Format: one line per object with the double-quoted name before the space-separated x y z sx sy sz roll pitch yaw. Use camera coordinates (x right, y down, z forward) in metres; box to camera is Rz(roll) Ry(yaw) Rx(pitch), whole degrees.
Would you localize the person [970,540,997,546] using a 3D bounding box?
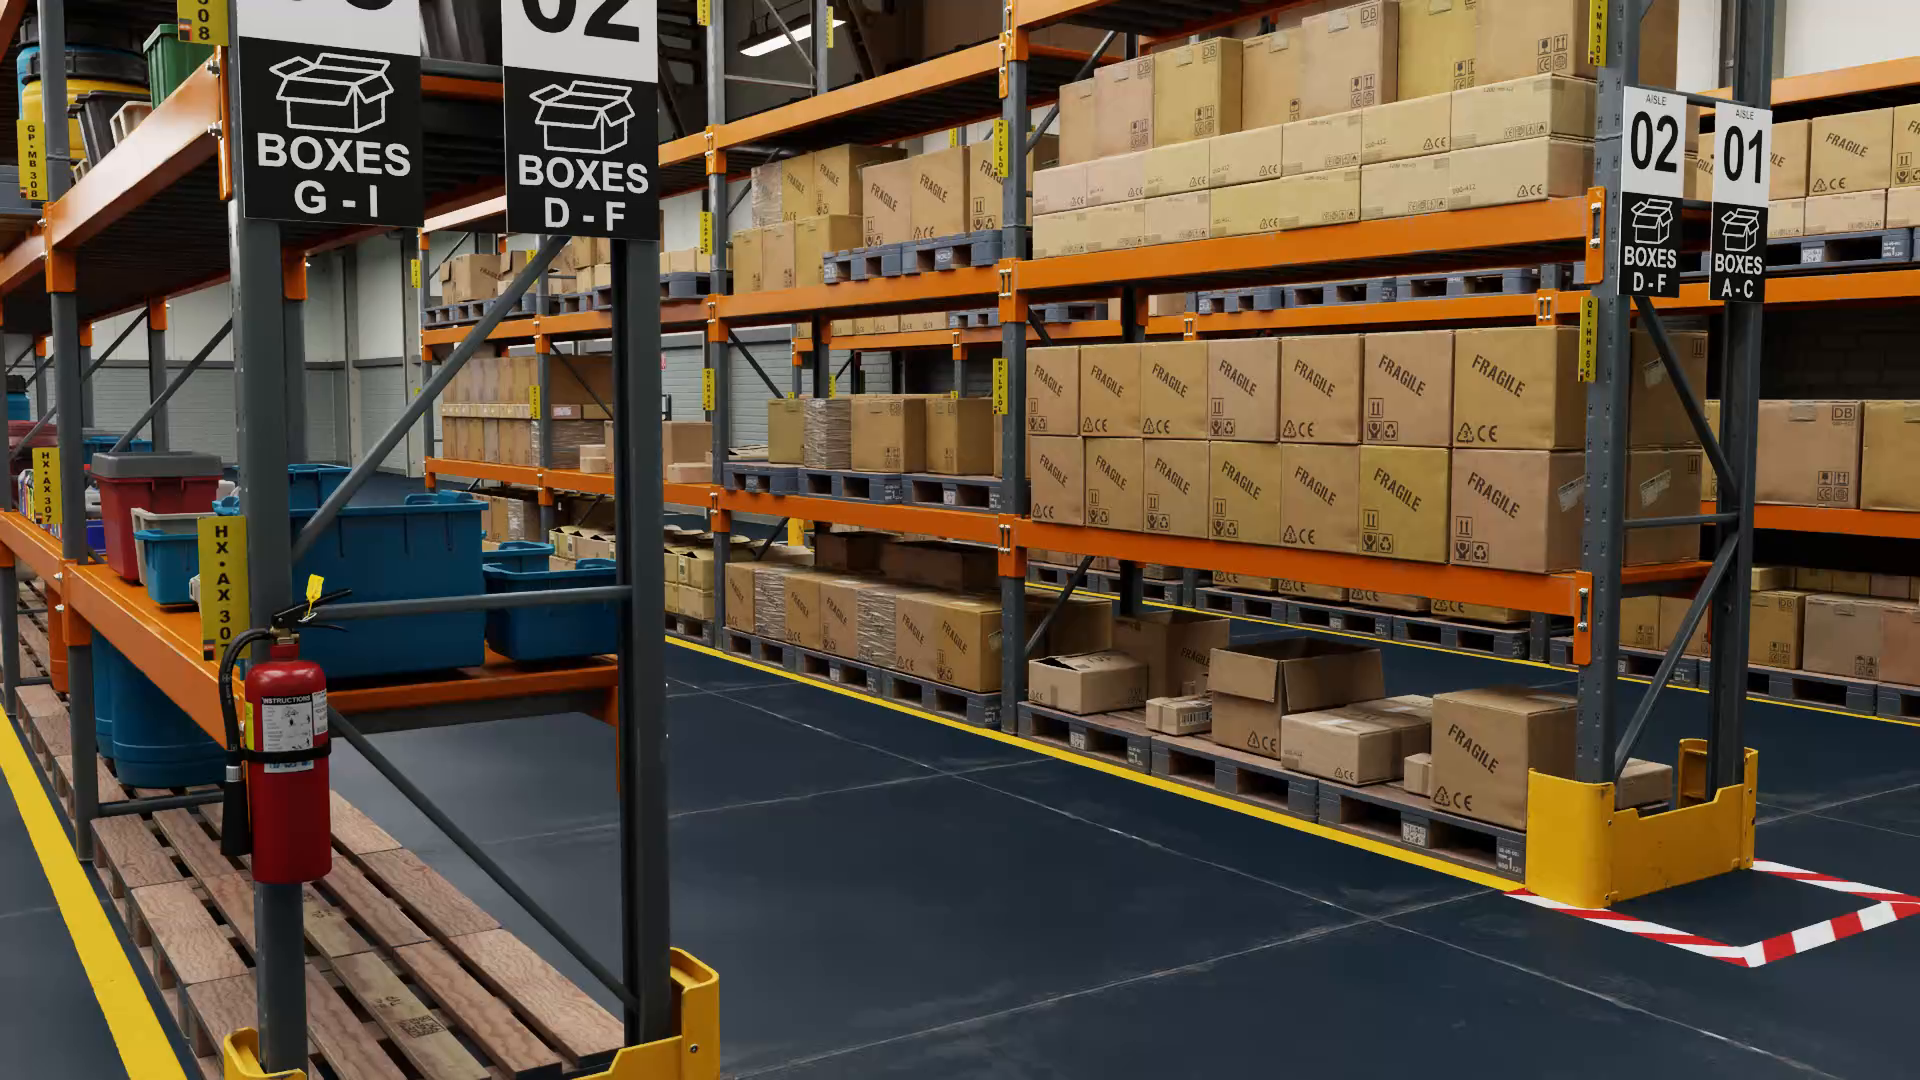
"person" 0.273 -0.157 16.269 0.486 1.573 0.412 -3 6 -34
